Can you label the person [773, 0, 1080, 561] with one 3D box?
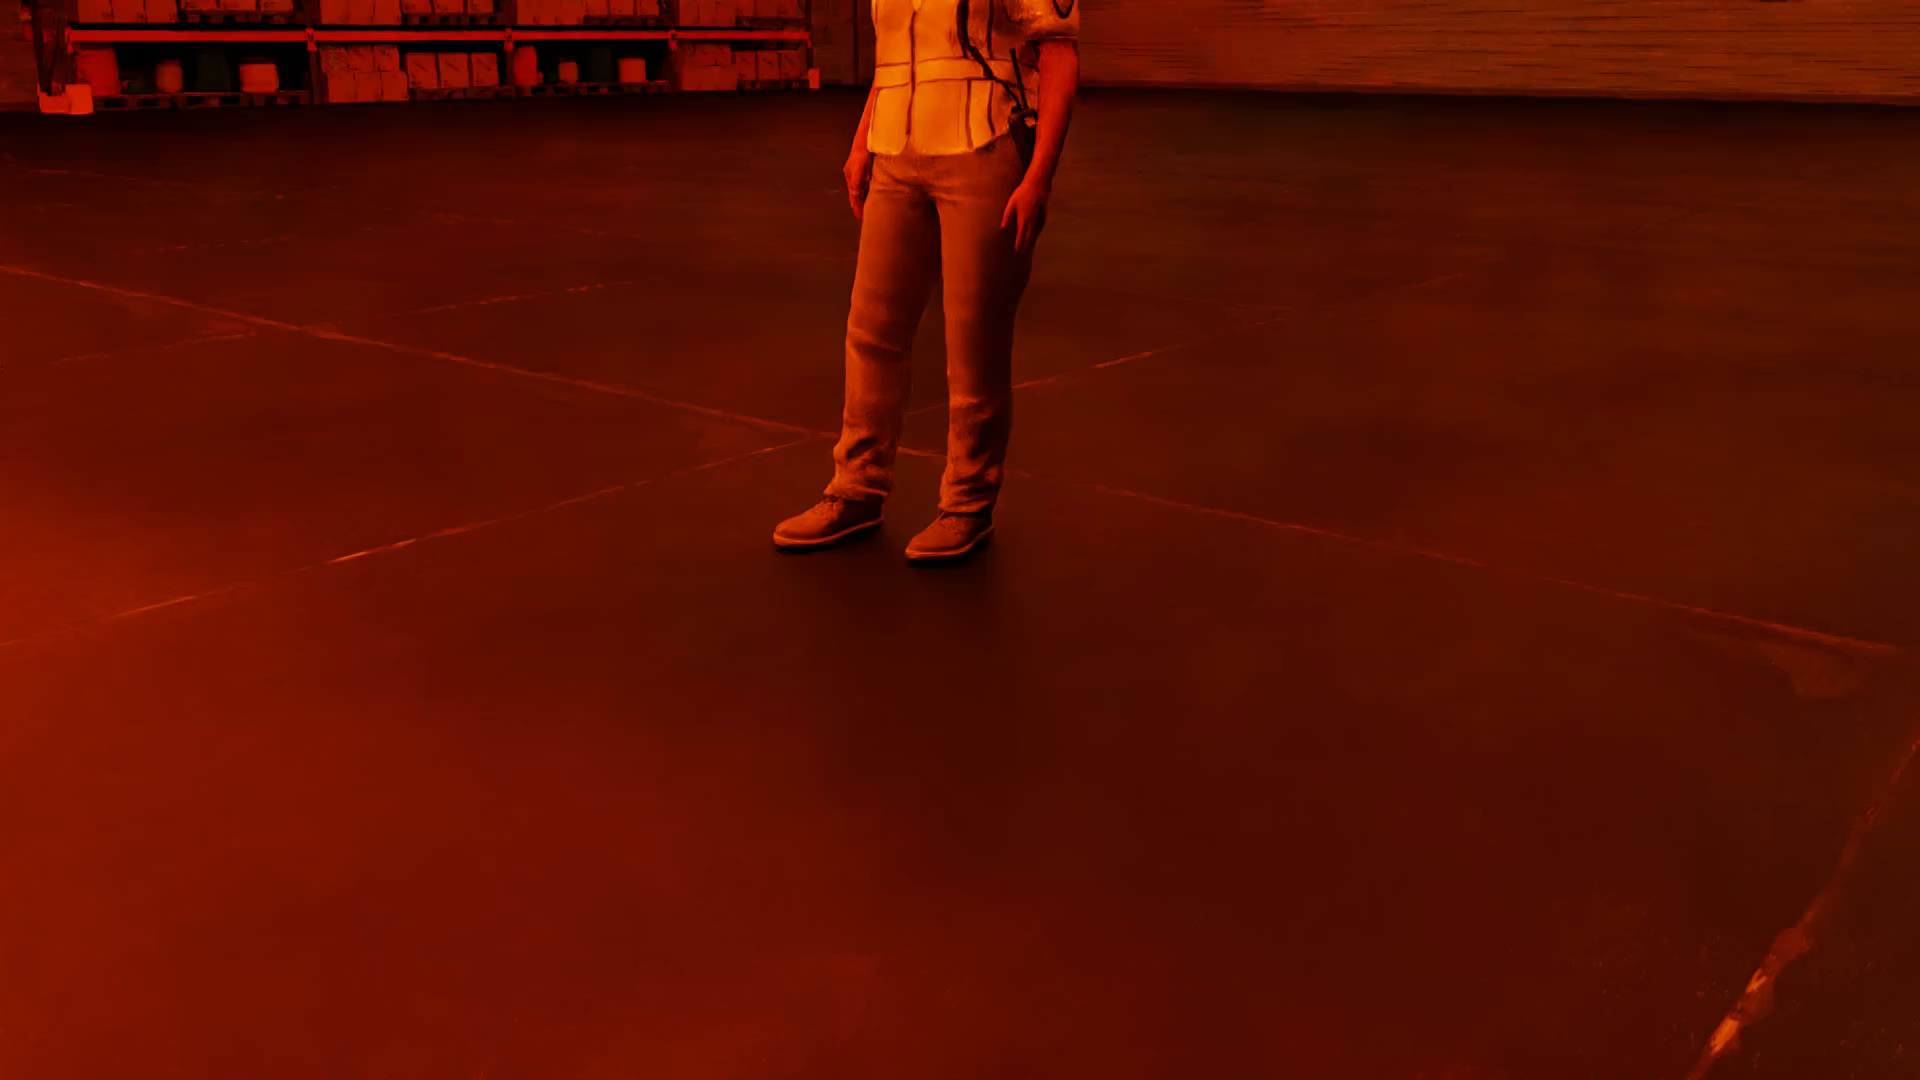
[{"bbox_3d":[-0.066,-0.791,3.655,0.598,1.669,0.529,13,21,37],"label":"person"}]
